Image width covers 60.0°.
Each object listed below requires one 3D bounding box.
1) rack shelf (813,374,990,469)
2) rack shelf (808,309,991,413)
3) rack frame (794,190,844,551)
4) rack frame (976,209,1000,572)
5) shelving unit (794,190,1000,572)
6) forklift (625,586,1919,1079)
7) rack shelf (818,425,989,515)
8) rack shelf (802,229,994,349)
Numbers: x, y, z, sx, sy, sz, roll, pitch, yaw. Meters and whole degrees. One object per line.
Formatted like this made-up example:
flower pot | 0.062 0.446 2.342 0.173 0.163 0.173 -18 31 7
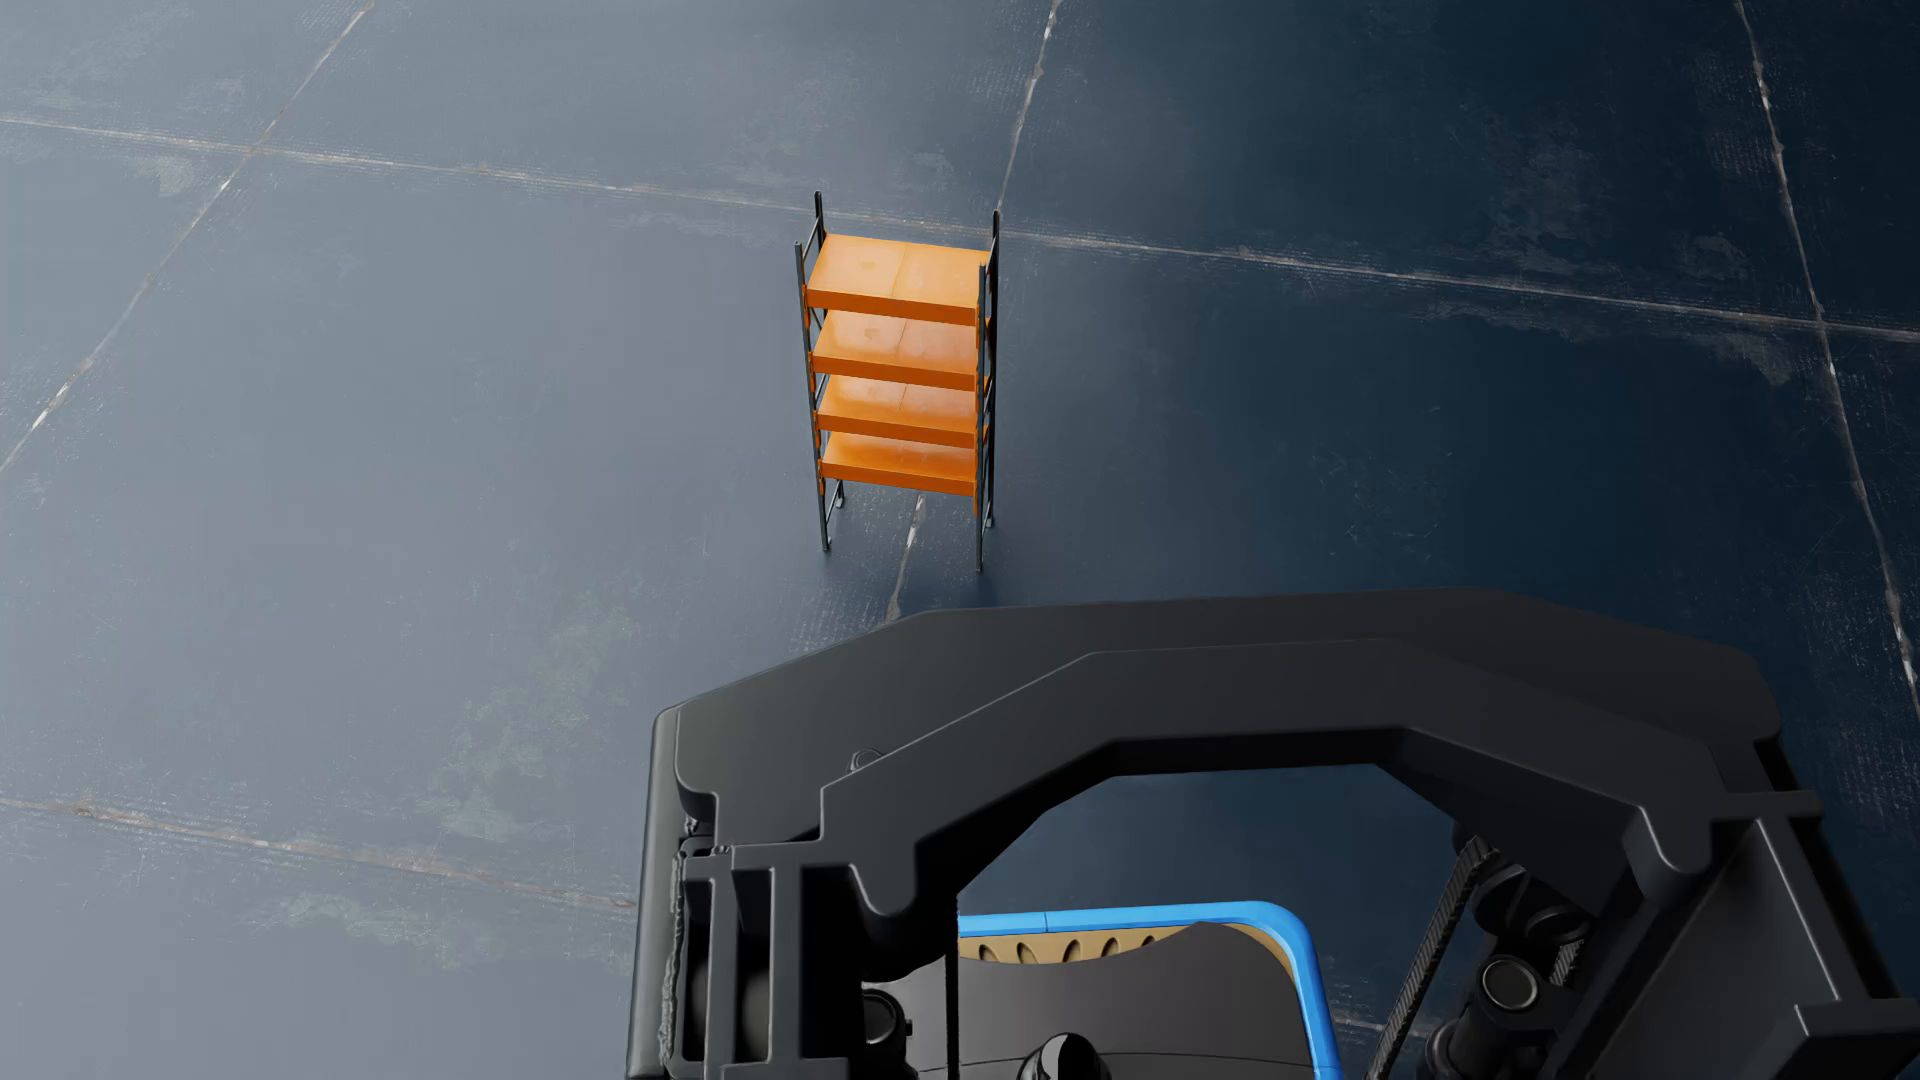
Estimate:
rack shelf | -0.163 -0.378 4.873 0.480 0.148 0.258 8 49 7
rack shelf | -0.163 -0.527 4.707 0.480 0.148 0.258 8 49 7
rack frame | -0.403 -0.455 4.852 0.015 1.200 0.240 8 49 7
rack frame | 0.077 -0.391 4.794 0.015 1.200 0.240 8 49 7
shelving unit | -0.163 -0.423 4.823 0.503 1.200 0.258 8 49 7
forklift | 0.249 1.547 1.890 1.130 2.935 3.031 -3 48 -2
rack shelf | -0.163 -0.245 5.021 0.480 0.148 0.258 8 49 7
rack shelf | -0.163 -0.686 4.531 0.480 0.148 0.258 8 49 7
